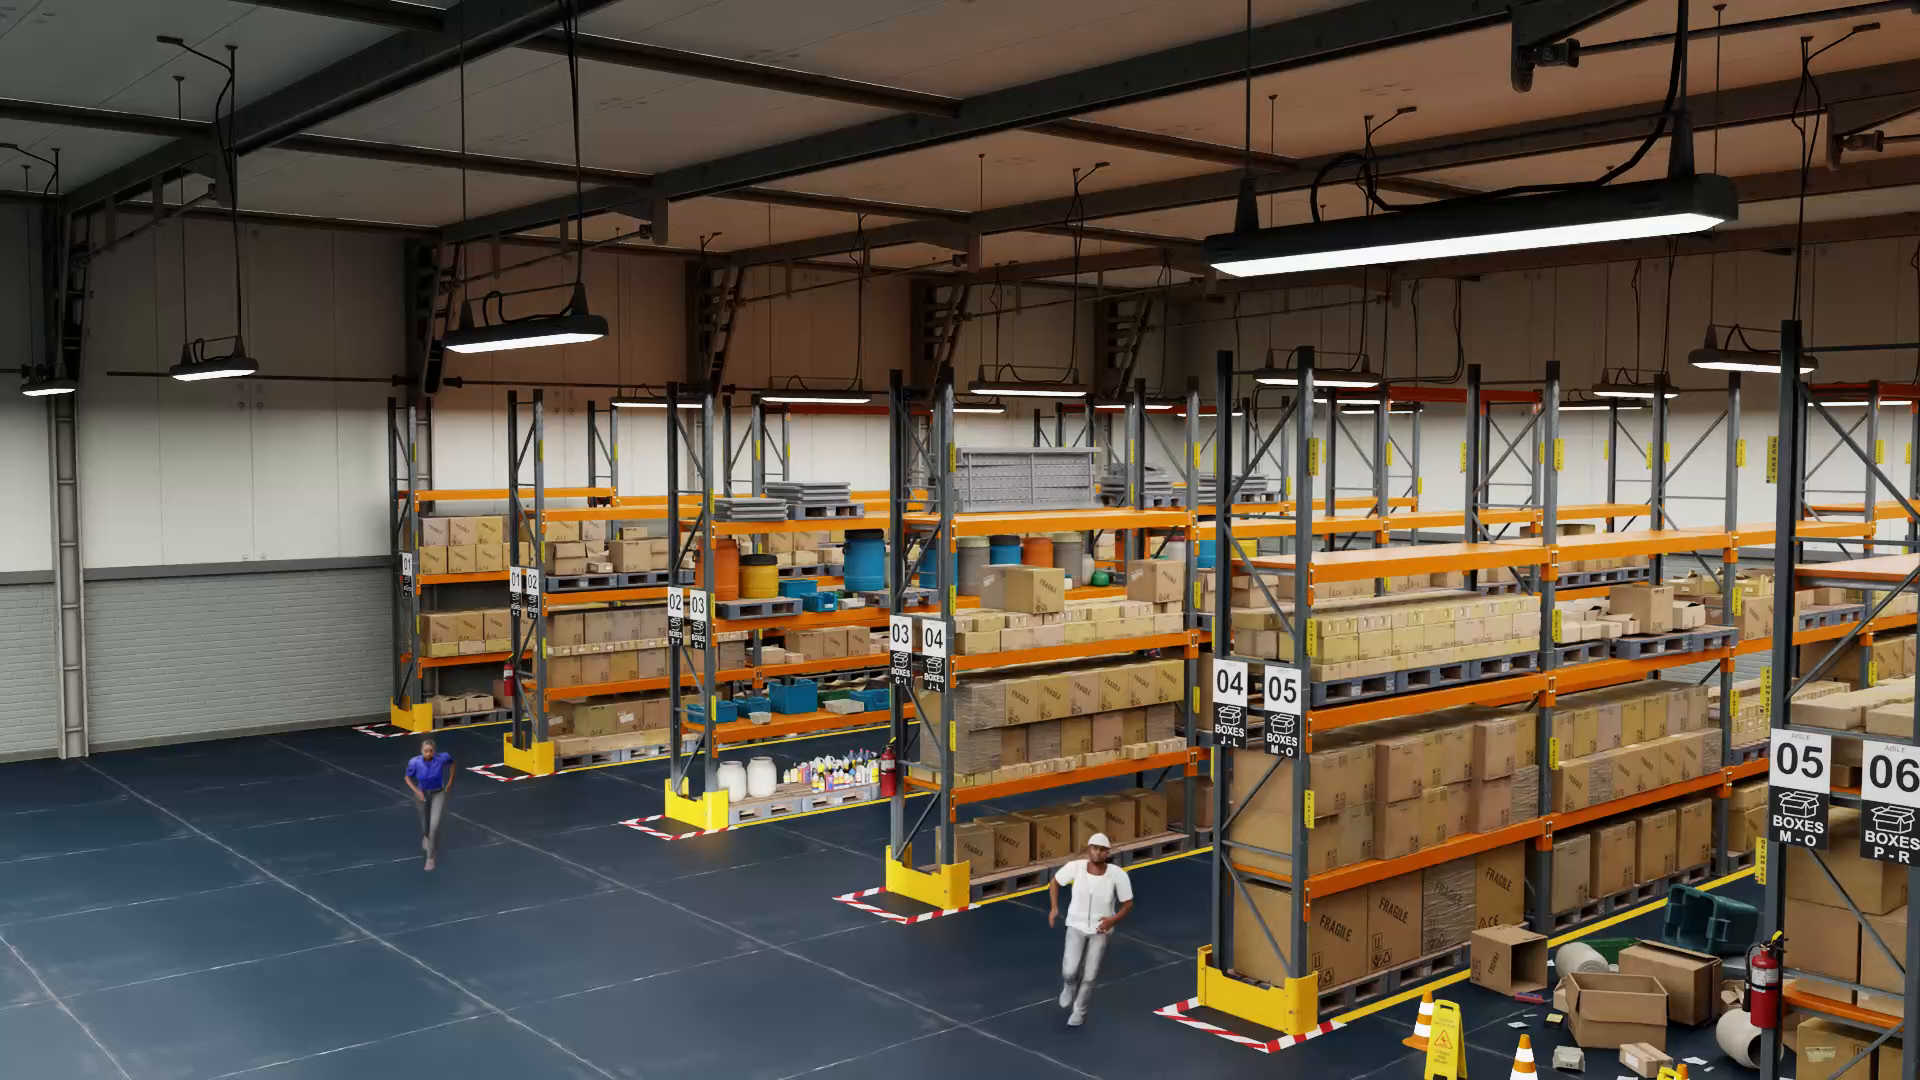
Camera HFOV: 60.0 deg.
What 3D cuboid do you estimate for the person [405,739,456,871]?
[{"bbox_3d":[-6.532,3.200,20.522,0.611,1.616,0.978,-1,4,-20],"label":"person"}]

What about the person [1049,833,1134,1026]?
[{"bbox_3d":[1.160,3.455,14.760,0.756,1.709,0.545,0,3,7],"label":"person"}]

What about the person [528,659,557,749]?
[{"bbox_3d":[-6.966,2.737,28.126,0.921,1.663,0.606,-3,5,-44],"label":"person"}]
